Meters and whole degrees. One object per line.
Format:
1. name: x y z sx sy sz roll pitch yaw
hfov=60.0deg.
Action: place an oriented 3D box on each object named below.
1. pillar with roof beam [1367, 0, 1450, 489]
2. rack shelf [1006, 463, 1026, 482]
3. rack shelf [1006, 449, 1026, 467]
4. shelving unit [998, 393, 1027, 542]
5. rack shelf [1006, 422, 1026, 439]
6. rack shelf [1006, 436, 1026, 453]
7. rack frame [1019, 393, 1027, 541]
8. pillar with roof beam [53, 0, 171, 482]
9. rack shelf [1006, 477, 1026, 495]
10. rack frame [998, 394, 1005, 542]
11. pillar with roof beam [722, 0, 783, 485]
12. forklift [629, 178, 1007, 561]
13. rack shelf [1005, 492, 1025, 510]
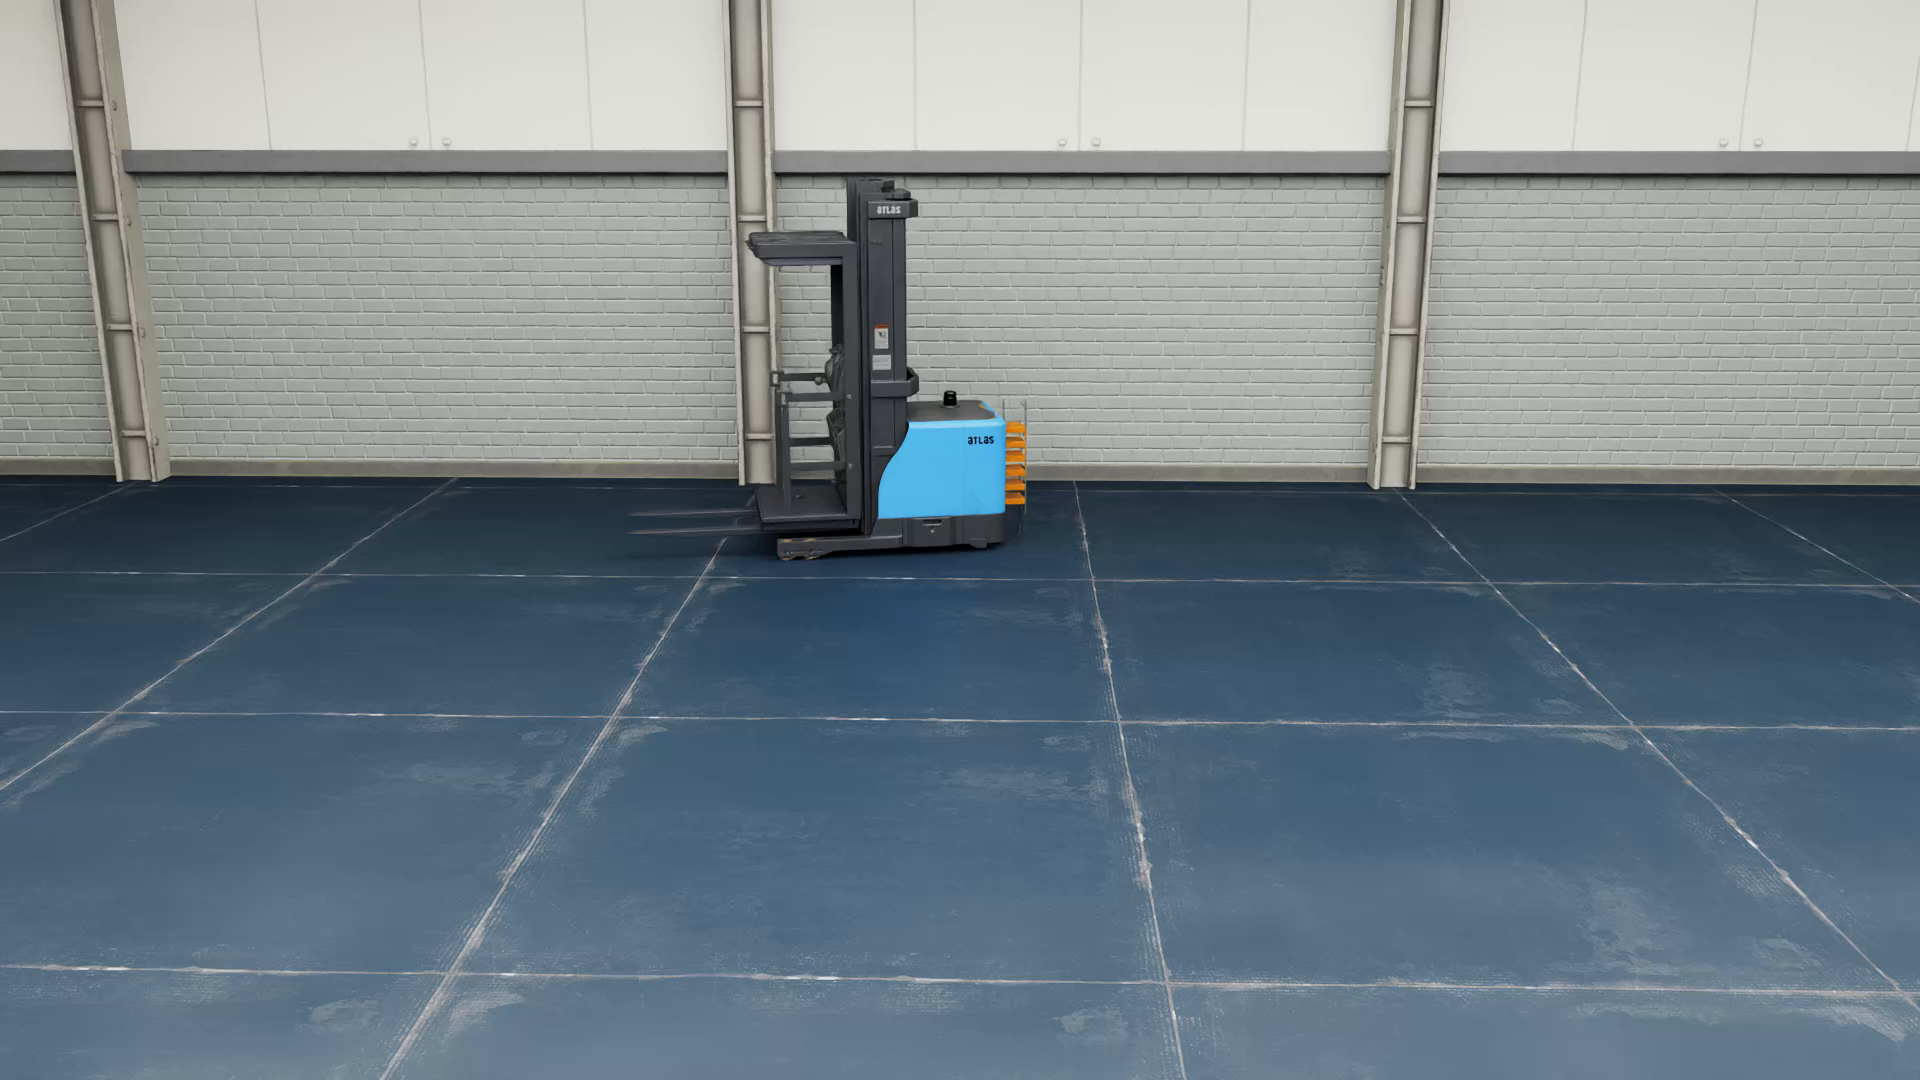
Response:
1. pillar with roof beam: 3.986 -3.775 10.507 0.400 9.000 9.100 0 15 1
2. rack shelf: 0.430 -0.556 13.771 0.180 0.103 0.258 -2 15 -9
3. rack shelf: 0.430 -0.673 13.741 0.180 0.103 0.258 -2 15 -9
4. shelving unit: 0.430 -0.599 13.760 0.189 1.200 0.258 -2 15 -9
5. rack shelf: 0.430 -0.905 13.680 0.180 0.103 0.258 -2 15 -9
6. rack shelf: 0.430 -0.789 13.710 0.180 0.103 0.258 -2 15 -9
7. rack frame: 0.520 -0.603 13.775 0.006 1.200 0.240 -2 15 -9
8. pillar with roof beam: -8.010 -3.853 10.803 0.400 9.000 9.100 0 15 1
9. rack shelf: 0.430 -0.440 13.802 0.180 0.103 0.258 -2 15 -9
10. rack frame: 0.340 -0.596 13.745 0.006 1.200 0.240 -2 15 -9
11. pillar with roof beam: -2.012 -3.814 10.655 0.400 9.000 9.100 0 15 1
12. forklift: -1.182 -1.399 13.397 3.031 2.935 1.130 -2 15 -9
13. rack shelf: 0.430 -0.324 13.833 0.180 0.103 0.258 -2 15 -9
